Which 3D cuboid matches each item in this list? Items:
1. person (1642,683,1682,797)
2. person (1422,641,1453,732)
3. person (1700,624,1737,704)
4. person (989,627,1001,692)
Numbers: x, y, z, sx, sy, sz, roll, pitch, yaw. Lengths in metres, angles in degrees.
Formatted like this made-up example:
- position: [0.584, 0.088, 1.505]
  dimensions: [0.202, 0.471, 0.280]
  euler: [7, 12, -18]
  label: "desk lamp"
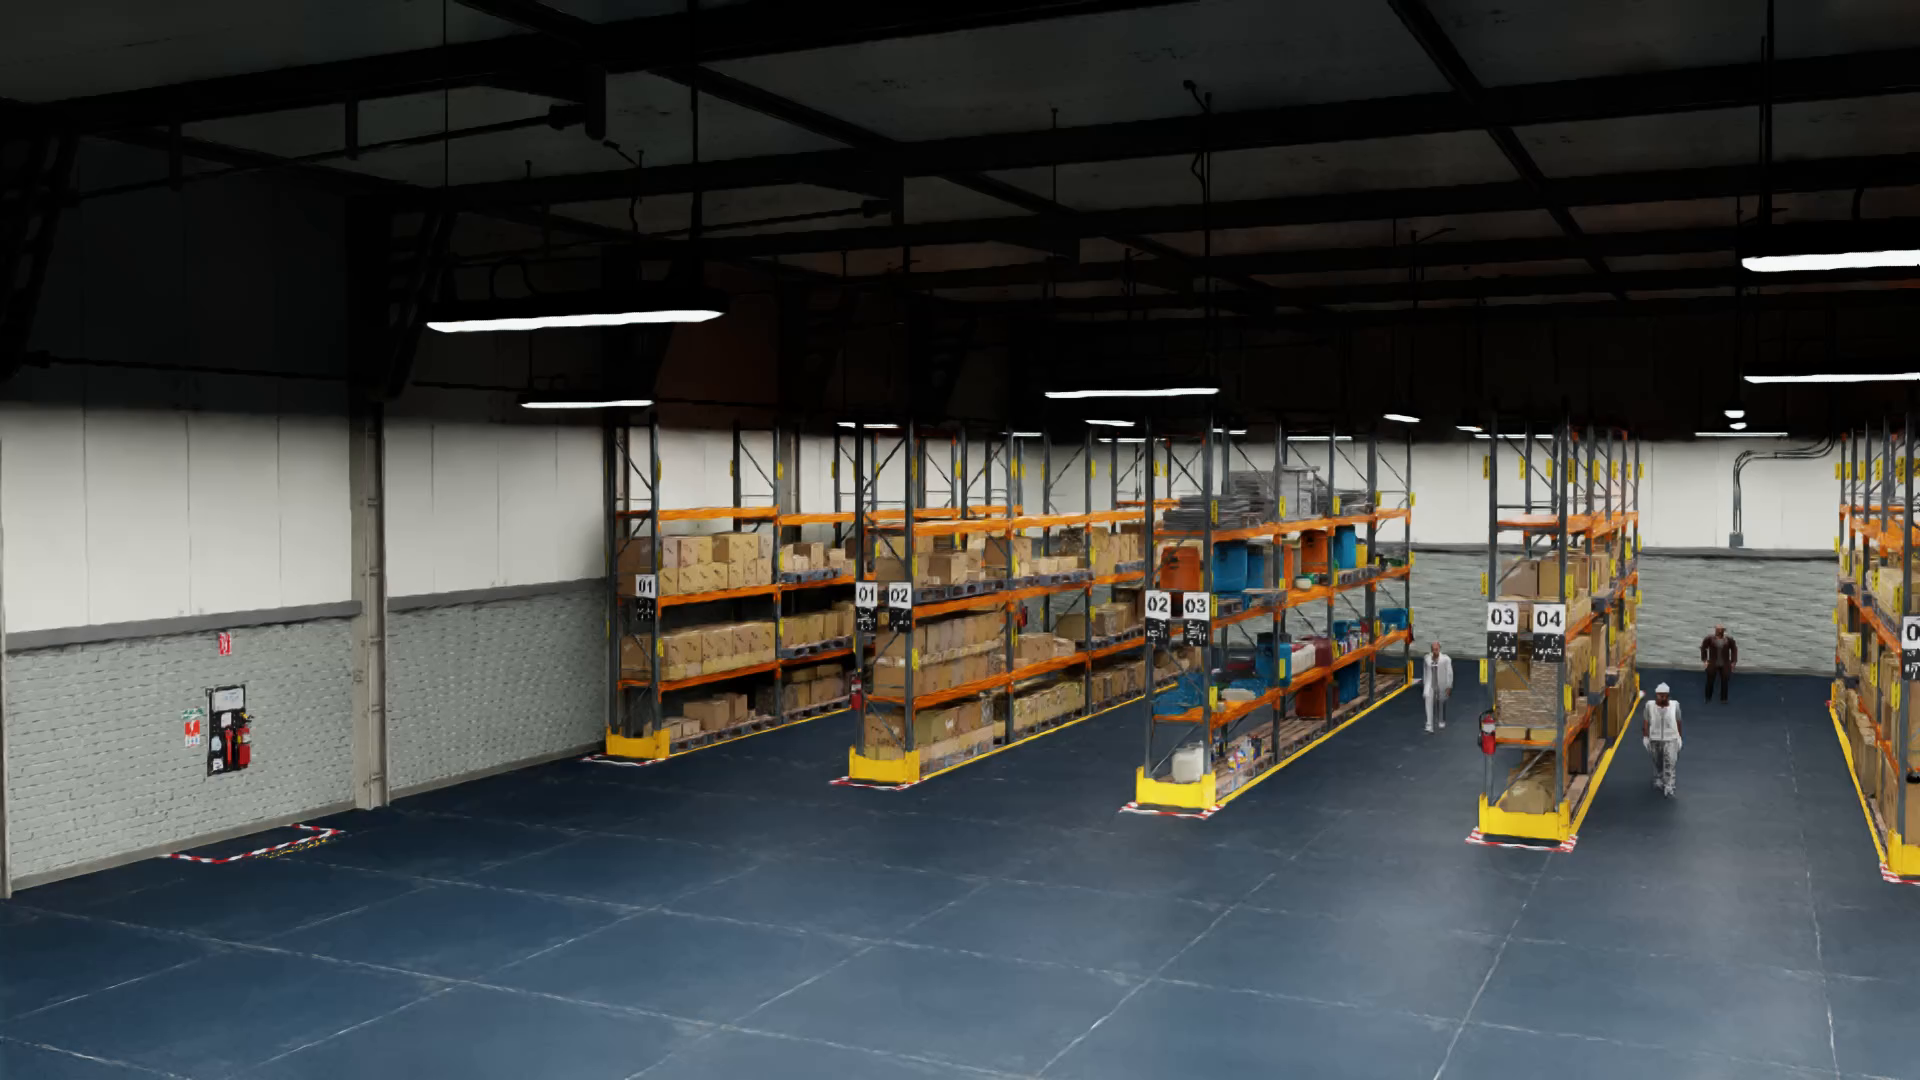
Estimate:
- position: [10.838, 3.054, 25.680]
  dimensions: [0.566, 1.706, 1.111]
  euler: [1, 3, 28]
  label: "person"
- position: [9.142, 2.795, 31.864]
  dimensions: [0.603, 1.725, 1.110]
  euler: [1, 3, 24]
  label: "person"
- position: [16.234, 2.644, 35.591]
  dimensions: [0.729, 1.733, 0.546]
  euler: [1, 3, 23]
  label: "person"
- position: [0.794, 2.678, 35.010]
  dimensions: [0.409, 1.677, 0.532]
  euler: [0, 2, -7]
  label: "person"
